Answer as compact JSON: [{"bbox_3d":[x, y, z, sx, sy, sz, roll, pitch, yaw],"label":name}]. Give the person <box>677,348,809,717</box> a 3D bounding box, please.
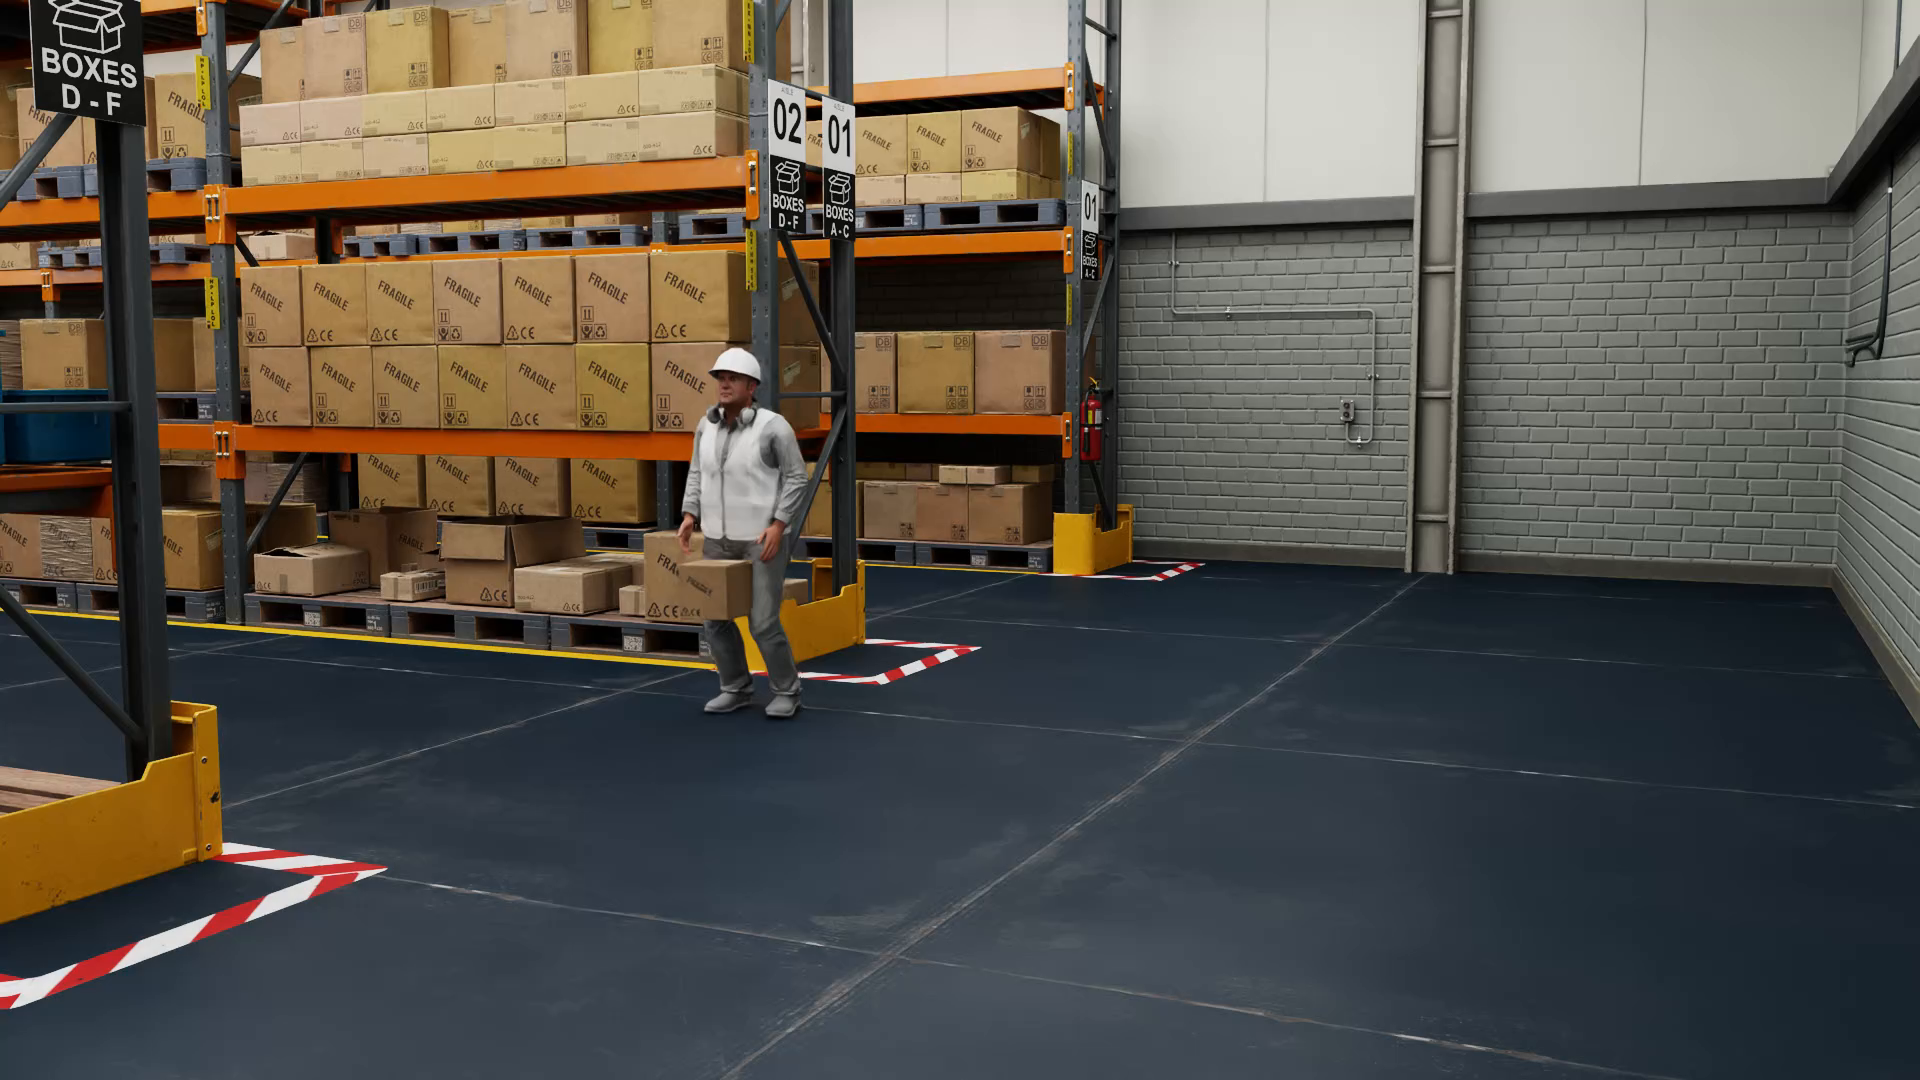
[{"bbox_3d":[-1.019,-0.029,7.852,0.643,1.742,0.465,3,6,26],"label":"person"}]
